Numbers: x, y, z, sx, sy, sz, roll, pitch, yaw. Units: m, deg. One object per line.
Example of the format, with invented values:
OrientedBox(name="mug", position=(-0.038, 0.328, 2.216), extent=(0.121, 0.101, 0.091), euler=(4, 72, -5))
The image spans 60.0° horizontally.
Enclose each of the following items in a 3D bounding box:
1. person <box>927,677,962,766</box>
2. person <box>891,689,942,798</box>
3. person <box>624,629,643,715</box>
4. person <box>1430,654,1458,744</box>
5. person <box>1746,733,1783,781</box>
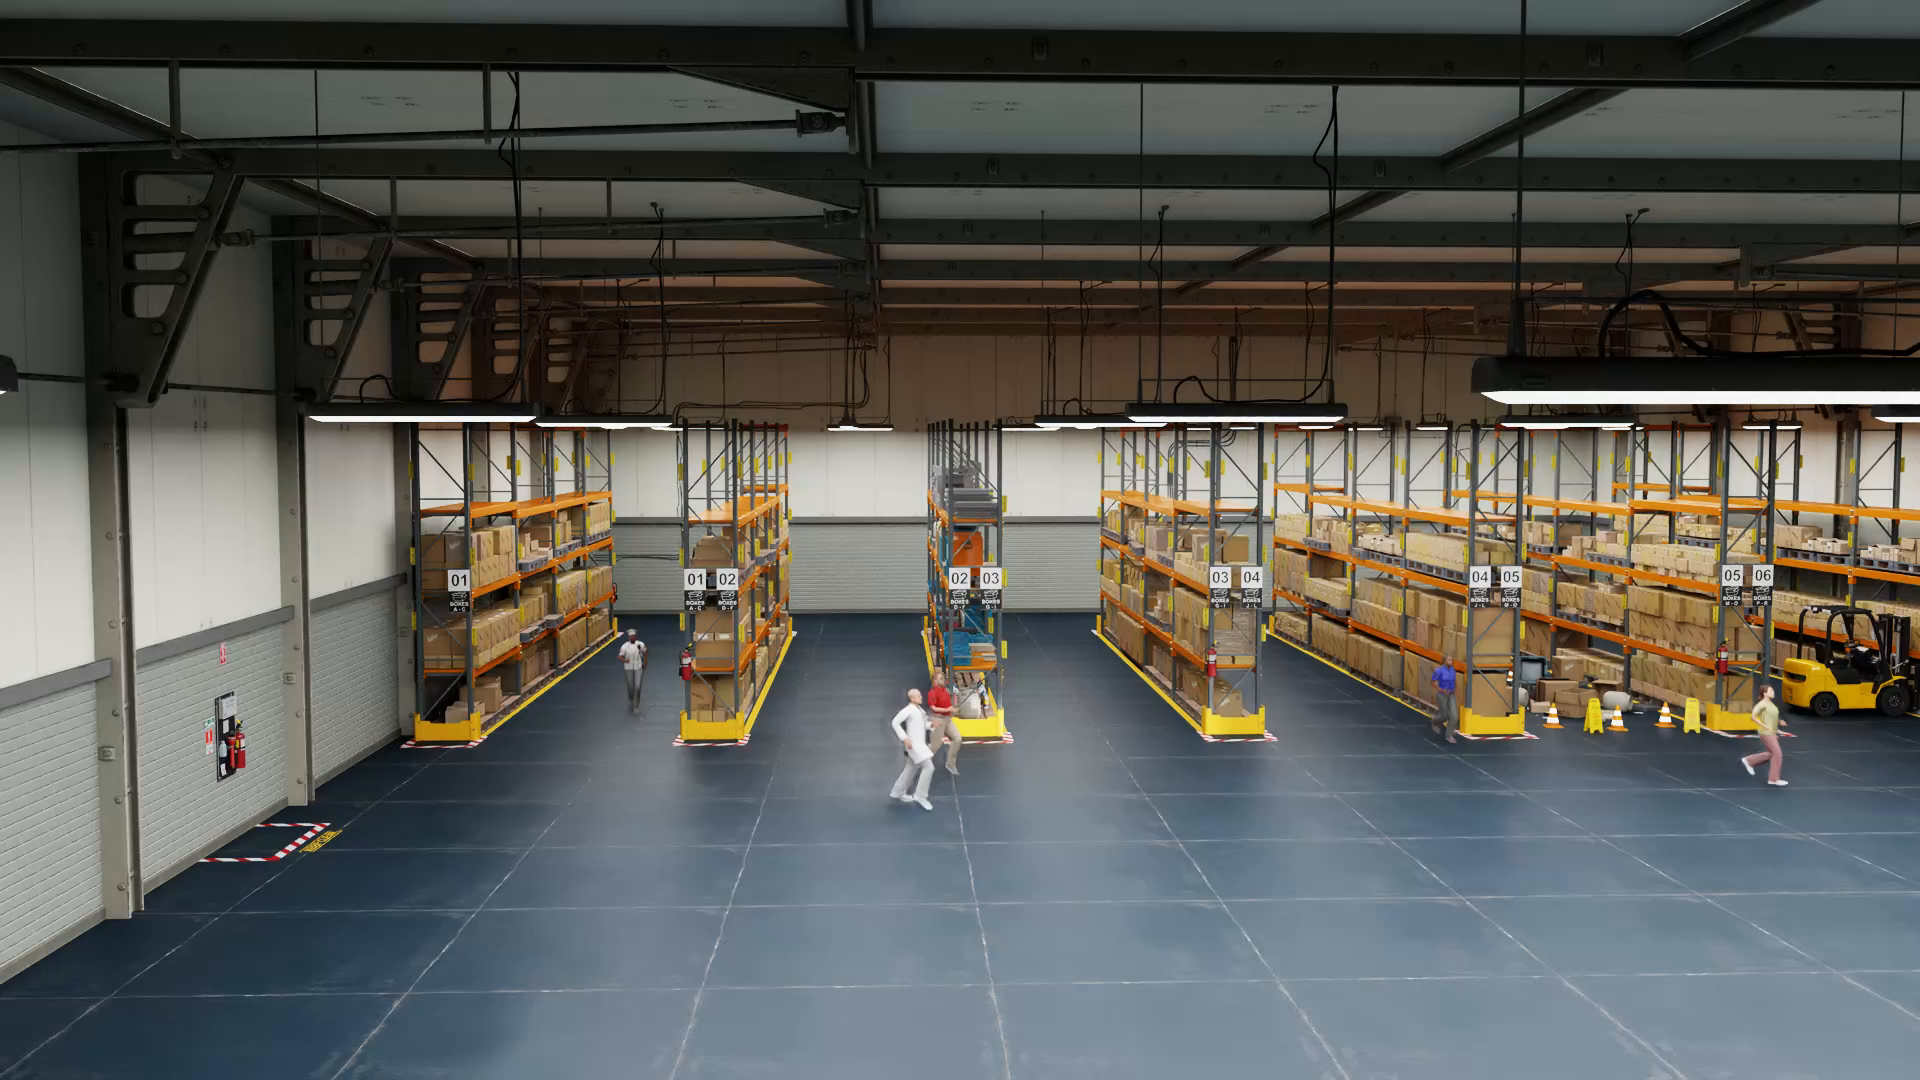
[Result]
OrientedBox(name="person", position=(-0.333, 3.036, 27.950), extent=(0.688, 1.502, 0.416), euler=(2, 4, 29))
OrientedBox(name="person", position=(-0.674, 3.117, 25.499), extent=(0.805, 1.671, 0.669), euler=(1, 4, 10))
OrientedBox(name="person", position=(-6.727, 2.685, 34.242), extent=(0.380, 1.729, 0.895), euler=(-1, 4, -9))
OrientedBox(name="person", position=(9.045, 2.945, 31.017), extent=(0.615, 1.631, 0.690), euler=(-1, 4, -17))
OrientedBox(name="person", position=(13.158, 3.467, 27.207), extent=(0.355, 0.896, 0.622), euler=(-4, 5, -45))
